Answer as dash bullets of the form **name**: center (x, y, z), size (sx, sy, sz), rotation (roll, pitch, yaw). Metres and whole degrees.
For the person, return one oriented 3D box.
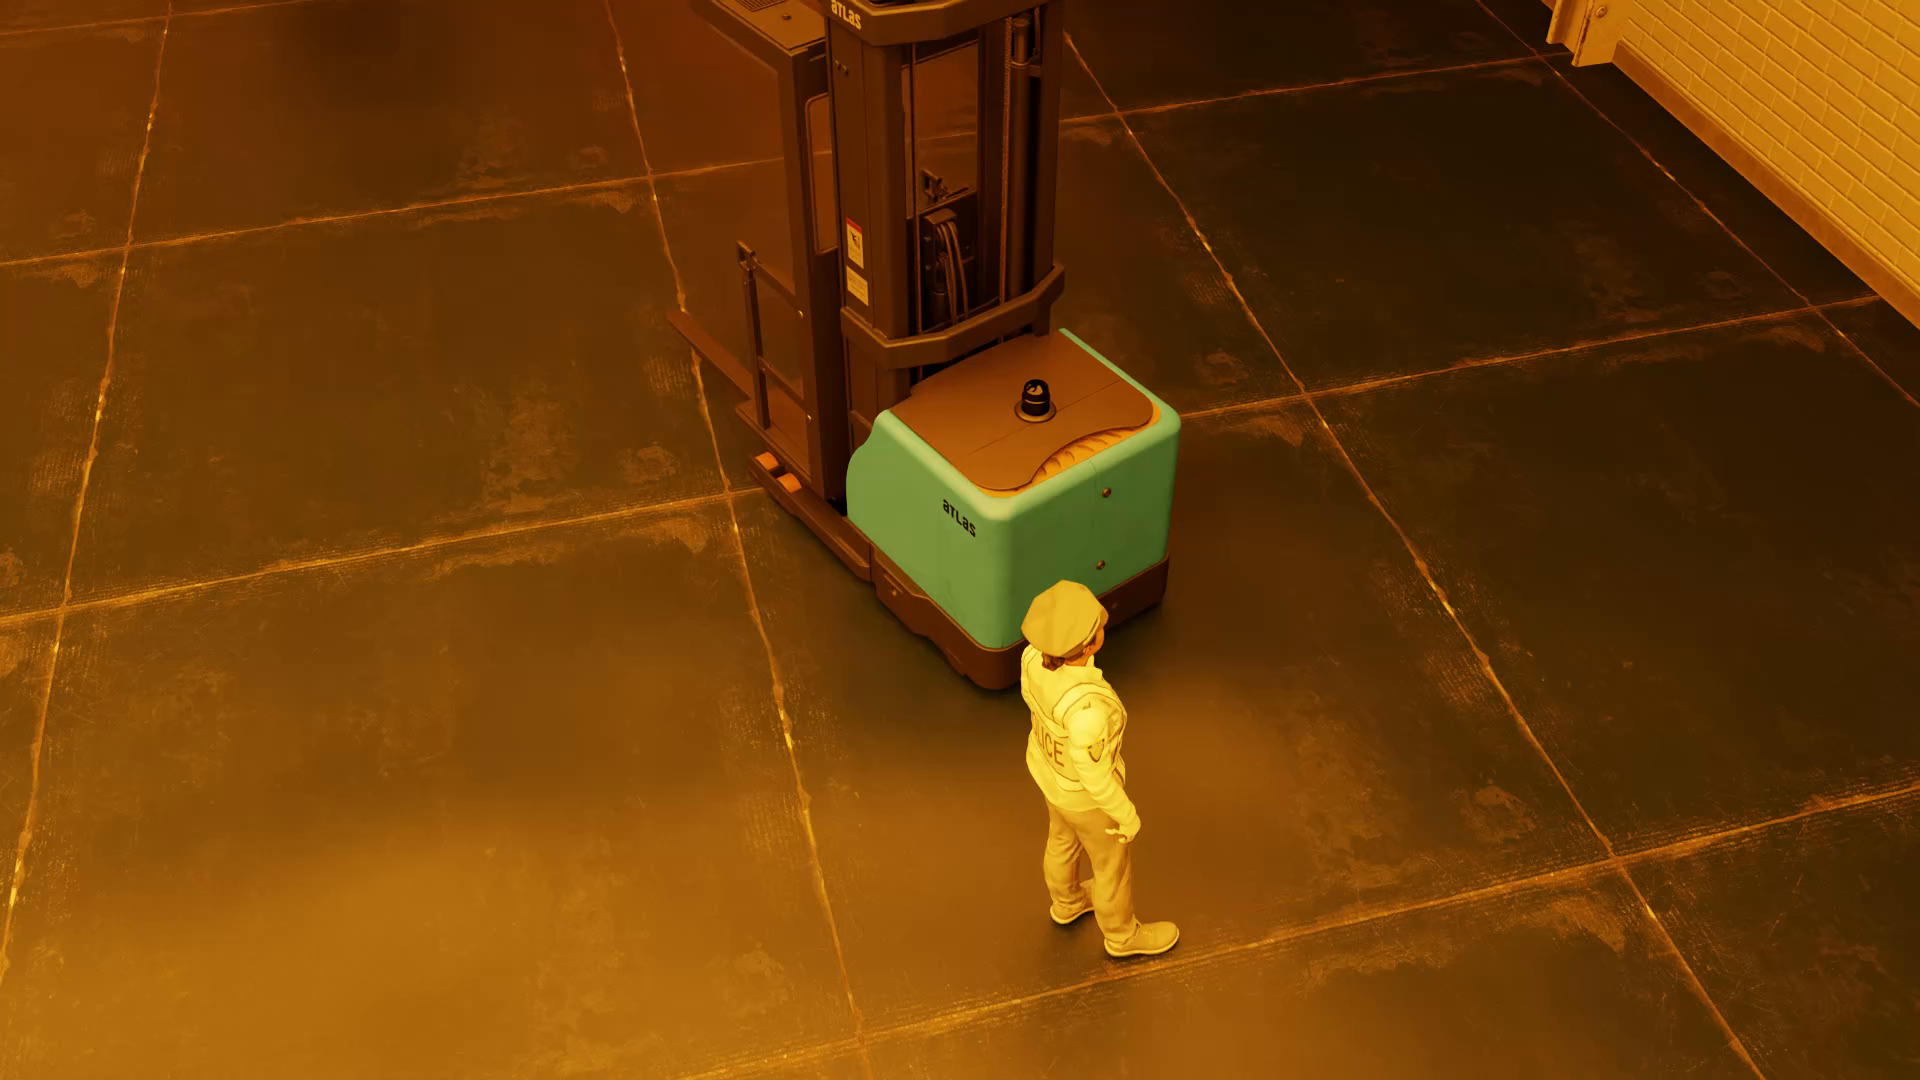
- **person**: center (0.470, 0.783, 5.706), size (0.530, 1.693, 0.588), rotation (-18, 46, -18)

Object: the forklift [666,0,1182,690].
- **forklift**: center (-0.366, -1.399, 7.126), size (1.130, 2.935, 3.031), rotation (-27, 50, -26)
